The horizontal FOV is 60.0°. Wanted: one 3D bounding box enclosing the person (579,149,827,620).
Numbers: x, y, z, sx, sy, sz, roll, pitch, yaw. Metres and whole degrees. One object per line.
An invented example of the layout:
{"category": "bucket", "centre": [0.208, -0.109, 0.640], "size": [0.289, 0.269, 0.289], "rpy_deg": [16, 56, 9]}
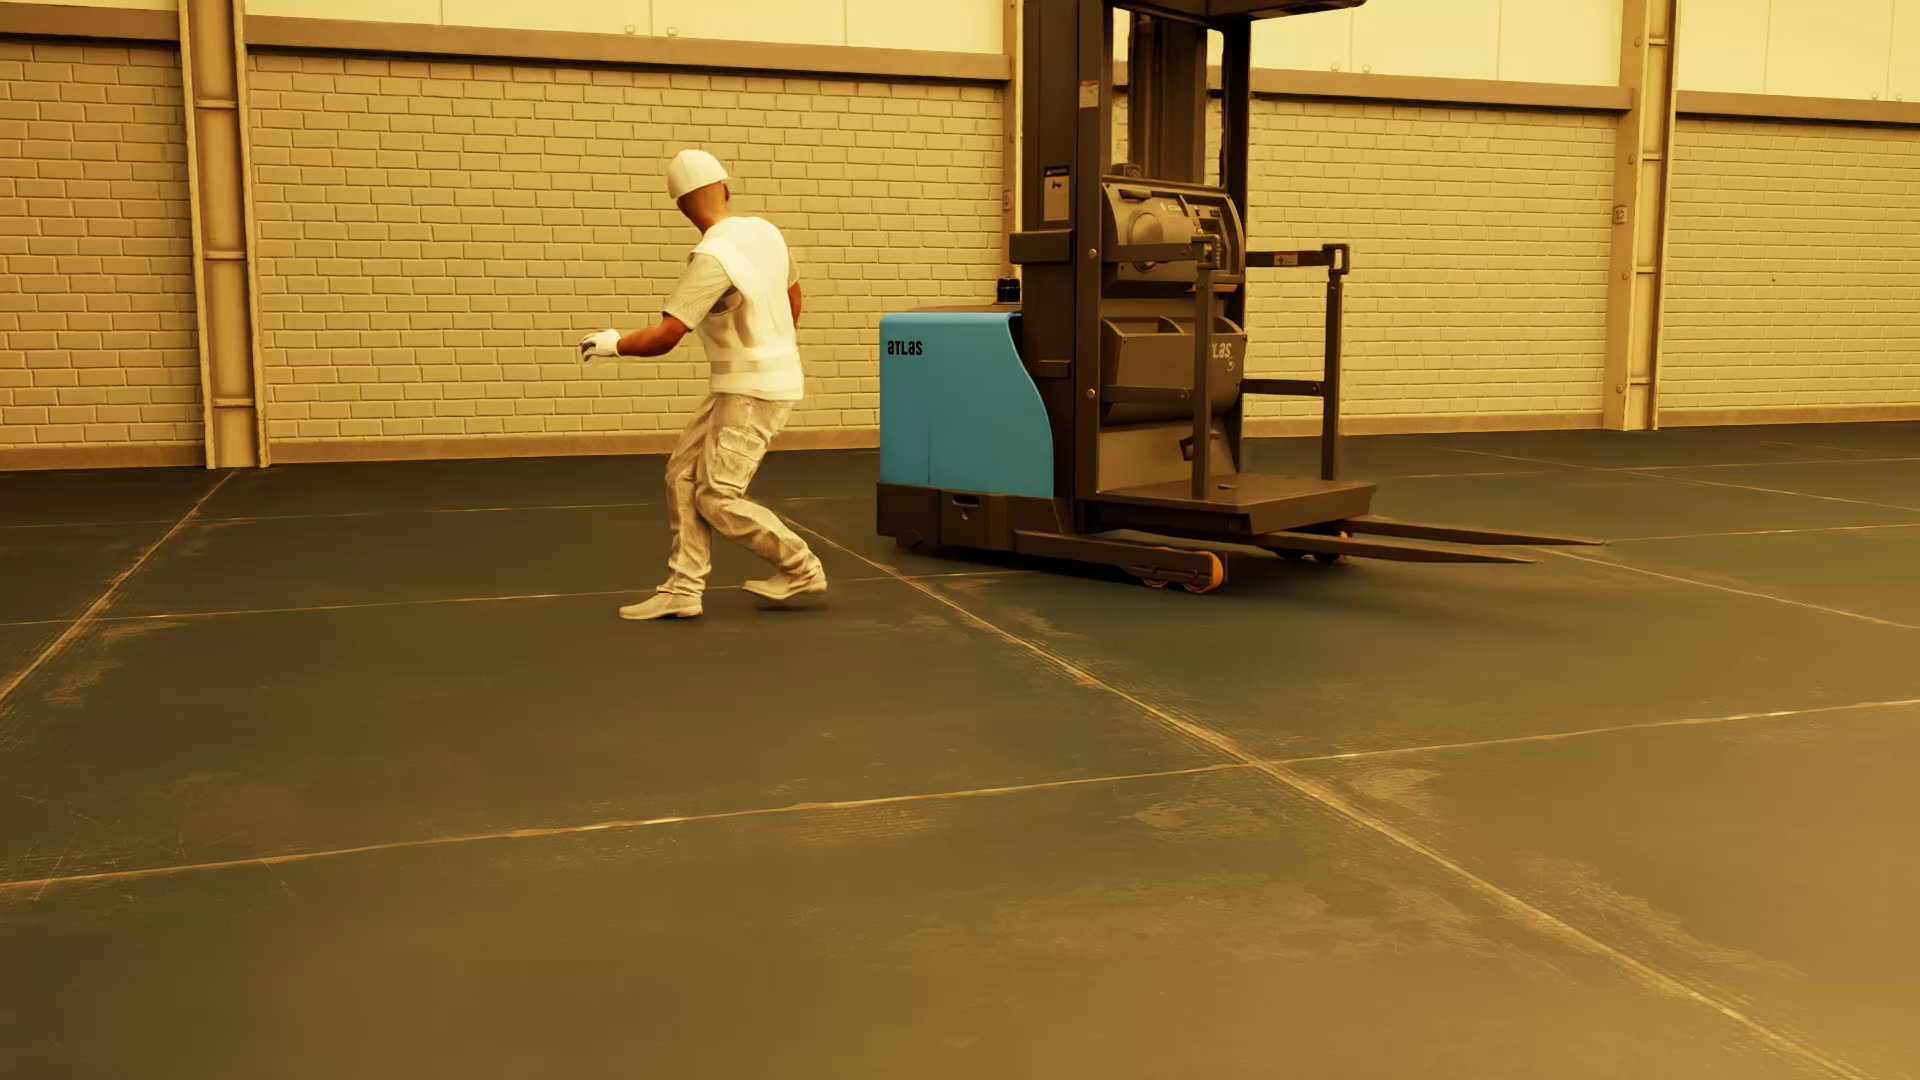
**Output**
{"category": "person", "centre": [-0.914, -0.554, 5.991], "size": [0.854, 1.646, 0.874], "rpy_deg": [0, 8, -3]}

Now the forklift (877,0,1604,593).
{"category": "forklift", "centre": [1.056, -1.326, 6.794], "size": [3.031, 2.935, 1.130], "rpy_deg": [7, 10, 41]}
